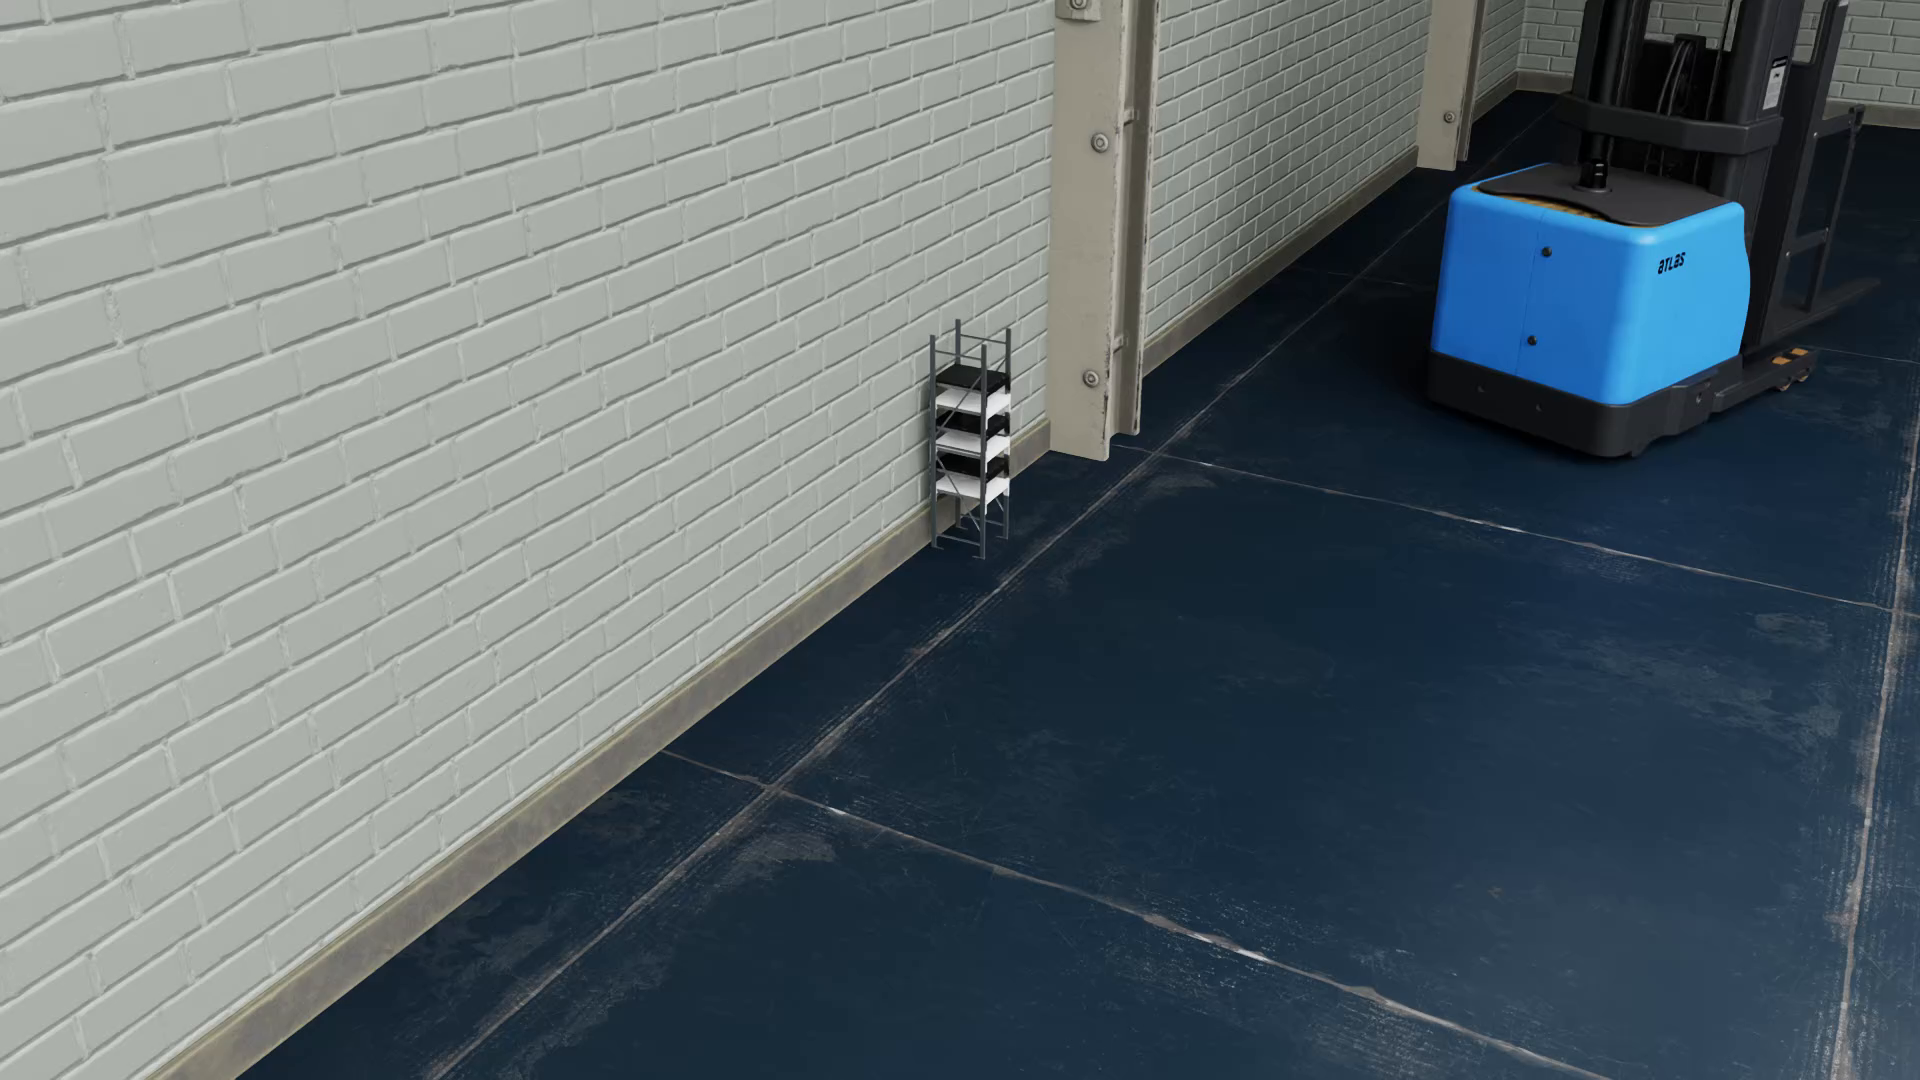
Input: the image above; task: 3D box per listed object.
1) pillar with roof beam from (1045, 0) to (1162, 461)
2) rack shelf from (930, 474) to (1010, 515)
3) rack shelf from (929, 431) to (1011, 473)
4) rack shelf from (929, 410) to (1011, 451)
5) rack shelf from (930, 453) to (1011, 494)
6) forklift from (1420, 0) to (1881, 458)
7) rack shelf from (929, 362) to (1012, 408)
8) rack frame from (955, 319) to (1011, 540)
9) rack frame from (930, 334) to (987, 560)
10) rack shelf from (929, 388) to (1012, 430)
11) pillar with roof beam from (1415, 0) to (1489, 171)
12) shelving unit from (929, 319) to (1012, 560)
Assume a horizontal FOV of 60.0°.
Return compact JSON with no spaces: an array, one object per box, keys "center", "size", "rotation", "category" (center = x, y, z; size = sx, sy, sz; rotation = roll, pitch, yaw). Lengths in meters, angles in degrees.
[{"center":[4.357,-3.539,3.767],"size":[9.100,9.000,0.400],"rotation":[14,30,26],"category":"pillar with roof beam"},{"center":[0.040,-0.199,6.618],"size":[0.258,0.077,0.200],"rotation":[14,30,25],"category":"rack shelf"},{"center":[0.041,-0.360,6.537],"size":[0.258,0.077,0.200],"rotation":[14,30,25],"category":"rack shelf"},{"center":[0.041,-0.440,6.497],"size":[0.258,0.077,0.200],"rotation":[14,30,25],"category":"rack shelf"},{"center":[0.040,-0.279,6.578],"size":[0.258,0.077,0.200],"rotation":[14,30,25],"category":"rack shelf"},{"center":[3.664,-2.208,7.886],"size":[3.031,2.935,1.130],"rotation":[-21,33,-35],"category":"forklift"},{"center":[0.041,-0.601,6.416],"size":[0.258,0.077,0.200],"rotation":[14,30,25],"category":"rack shelf"},{"center":[0.089,-0.430,6.603],"size":[0.240,0.900,0.006],"rotation":[14,30,25],"category":"rack frame"},{"center":[-0.008,-0.350,6.442],"size":[0.240,0.900,0.006],"rotation":[14,30,25],"category":"rack frame"},{"center":[0.041,-0.521,6.457],"size":[0.258,0.077,0.200],"rotation":[14,30,25],"category":"rack shelf"},{"center":[7.308,-5.877,8.438],"size":[9.100,9.000,0.400],"rotation":[14,30,26],"category":"pillar with roof beam"},{"center":[0.041,-0.390,6.523],"size":[0.258,0.900,0.210],"rotation":[14,30,25],"category":"shelving unit"}]
